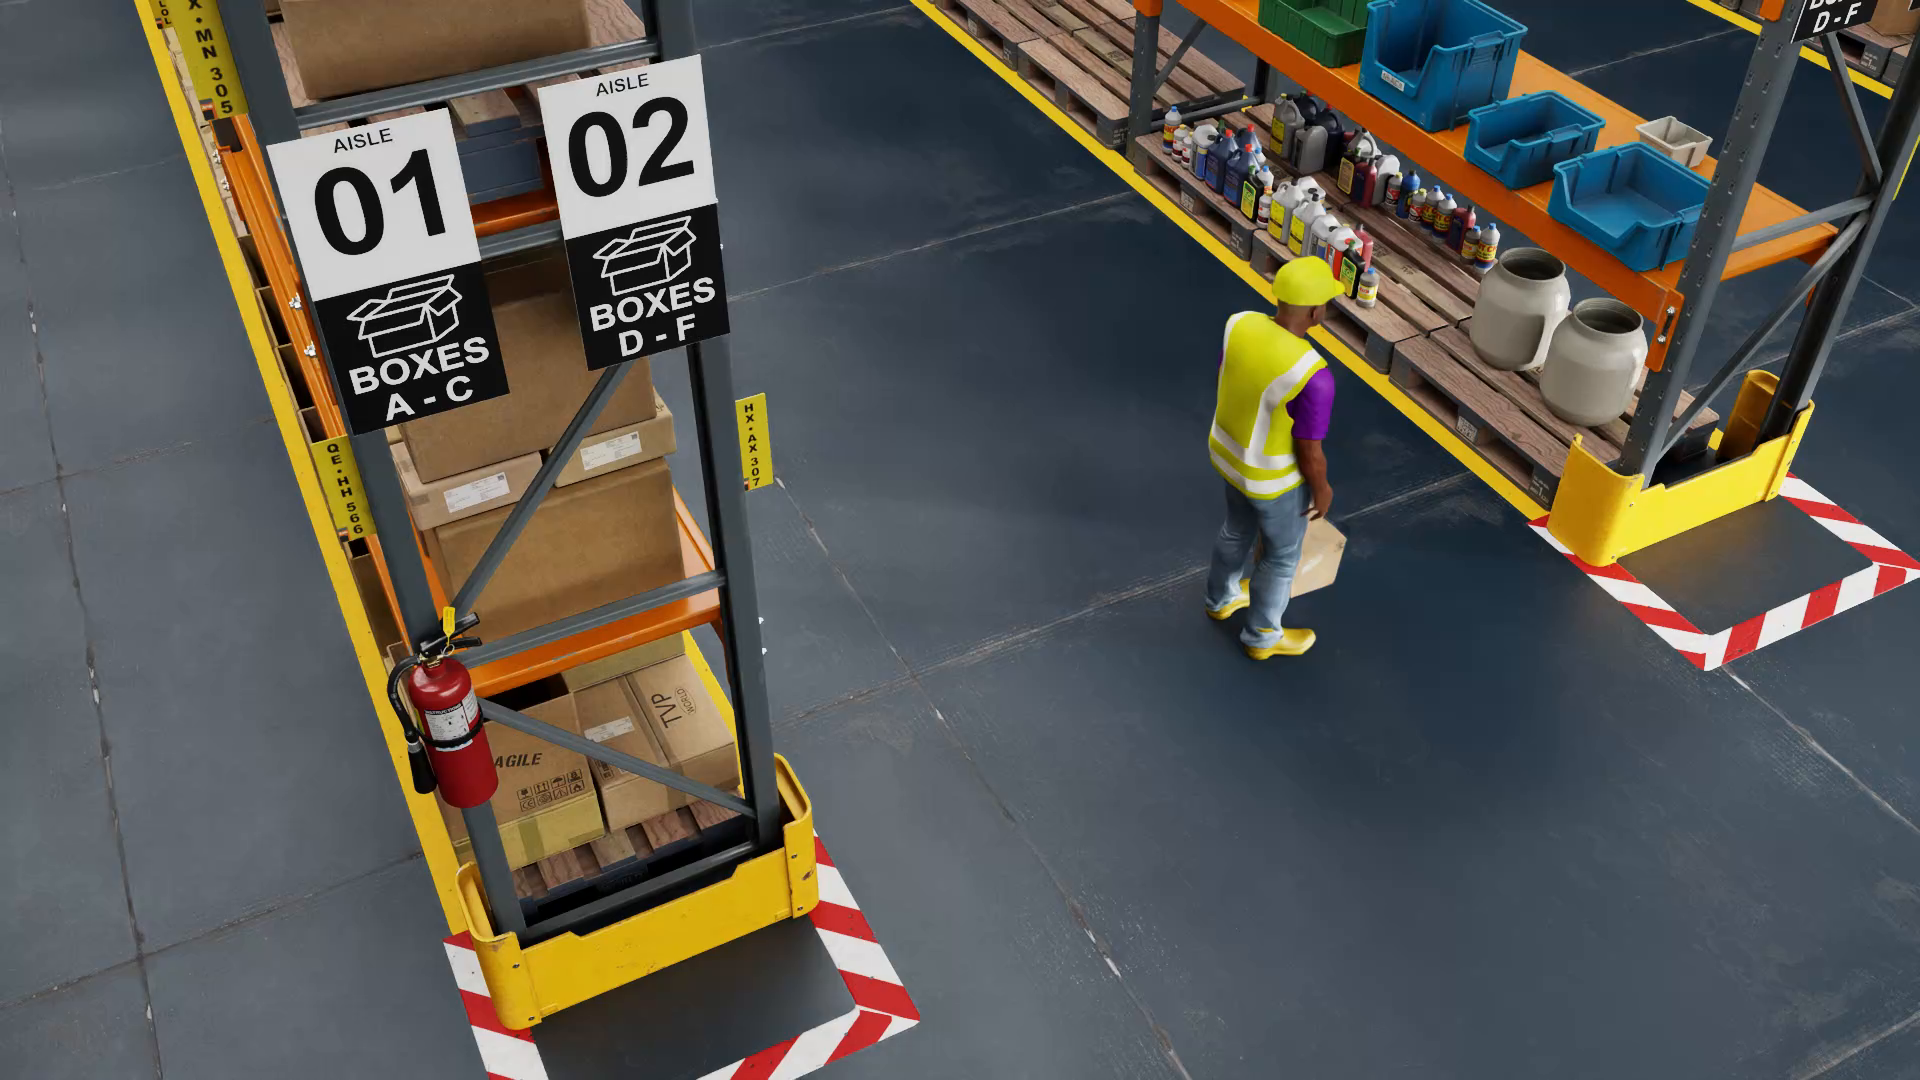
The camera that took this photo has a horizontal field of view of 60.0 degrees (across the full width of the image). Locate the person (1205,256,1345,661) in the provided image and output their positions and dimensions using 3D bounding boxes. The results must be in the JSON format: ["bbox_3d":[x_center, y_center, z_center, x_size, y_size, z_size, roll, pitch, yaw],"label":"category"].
[{"bbox_3d":[1.209,-0.311,6.500,0.443,1.763,0.599,-20,45,-22],"label":"person"}]
